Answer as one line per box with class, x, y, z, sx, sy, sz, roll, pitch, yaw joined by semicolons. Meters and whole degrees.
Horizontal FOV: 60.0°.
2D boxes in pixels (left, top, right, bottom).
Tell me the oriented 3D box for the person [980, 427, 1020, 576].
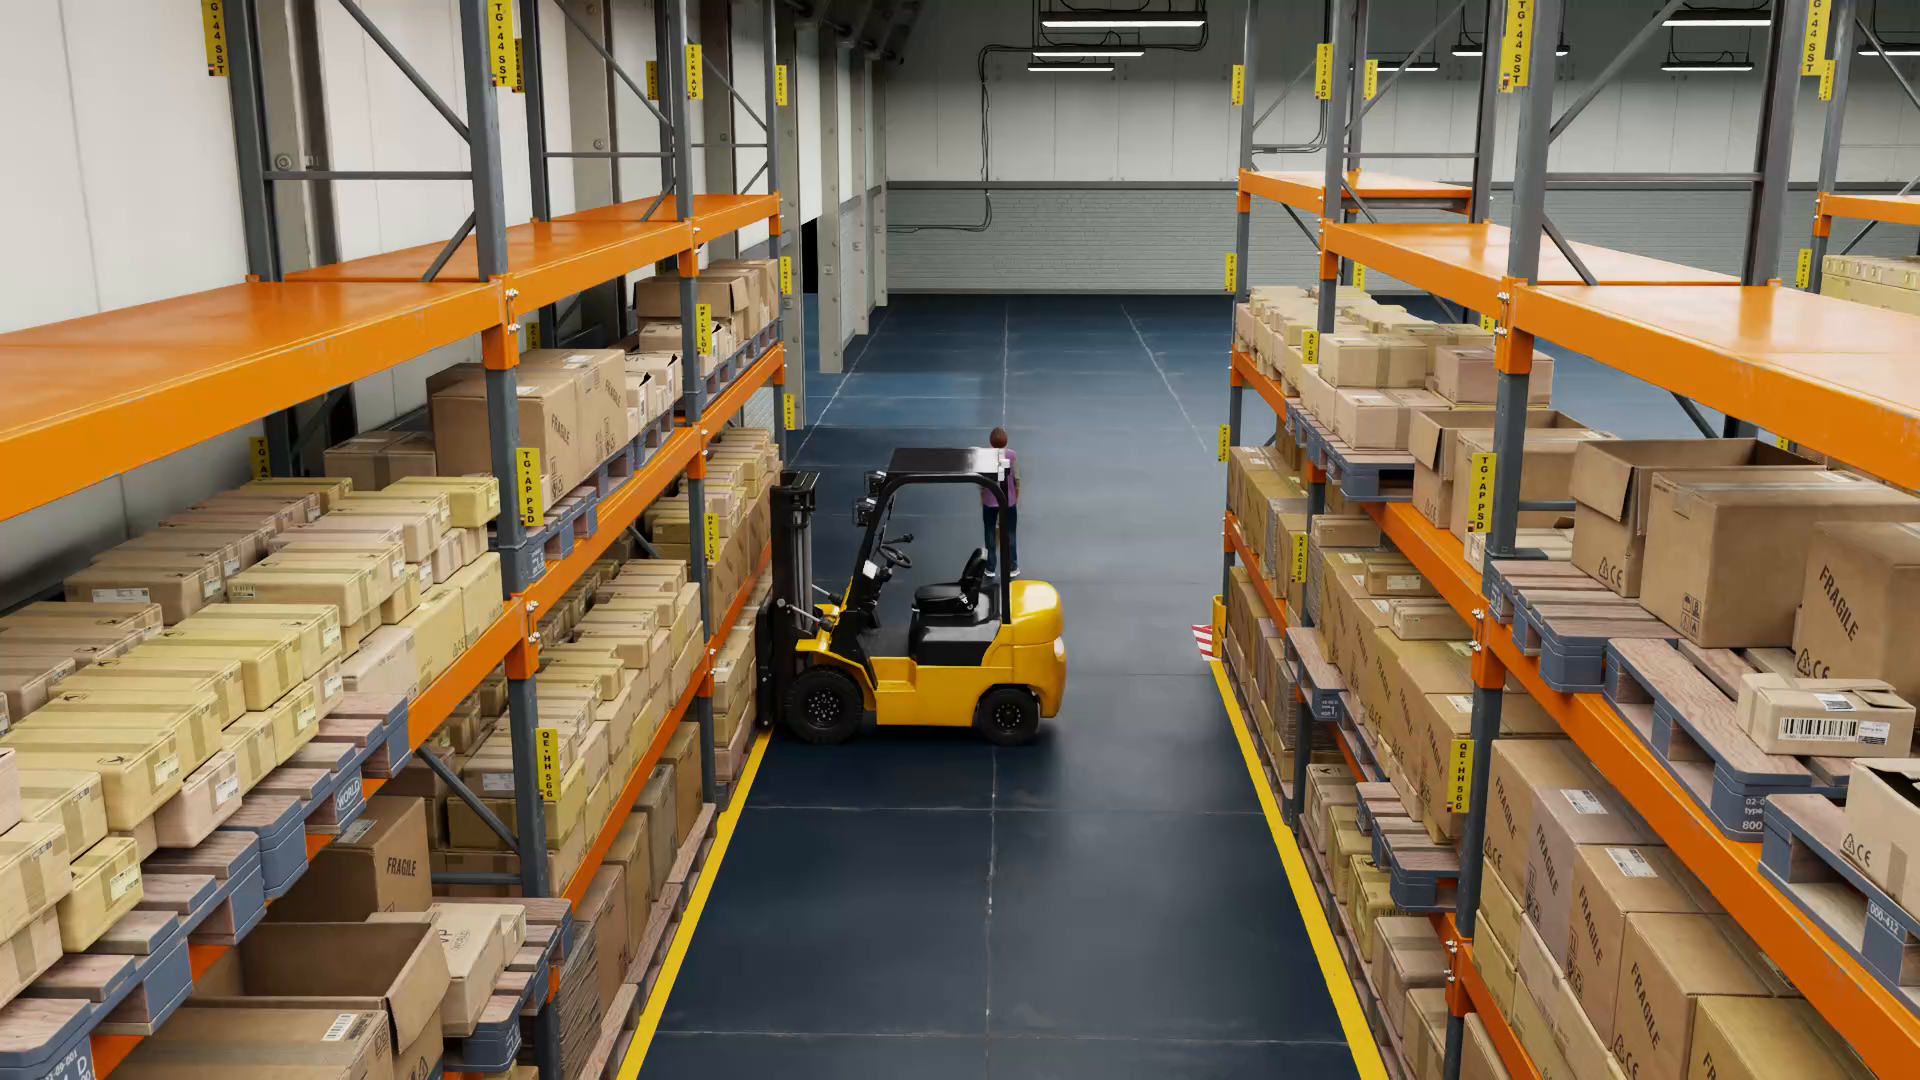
person;0.424;-0.389;17.582;0.444;1.585;0.345;0;14;0
